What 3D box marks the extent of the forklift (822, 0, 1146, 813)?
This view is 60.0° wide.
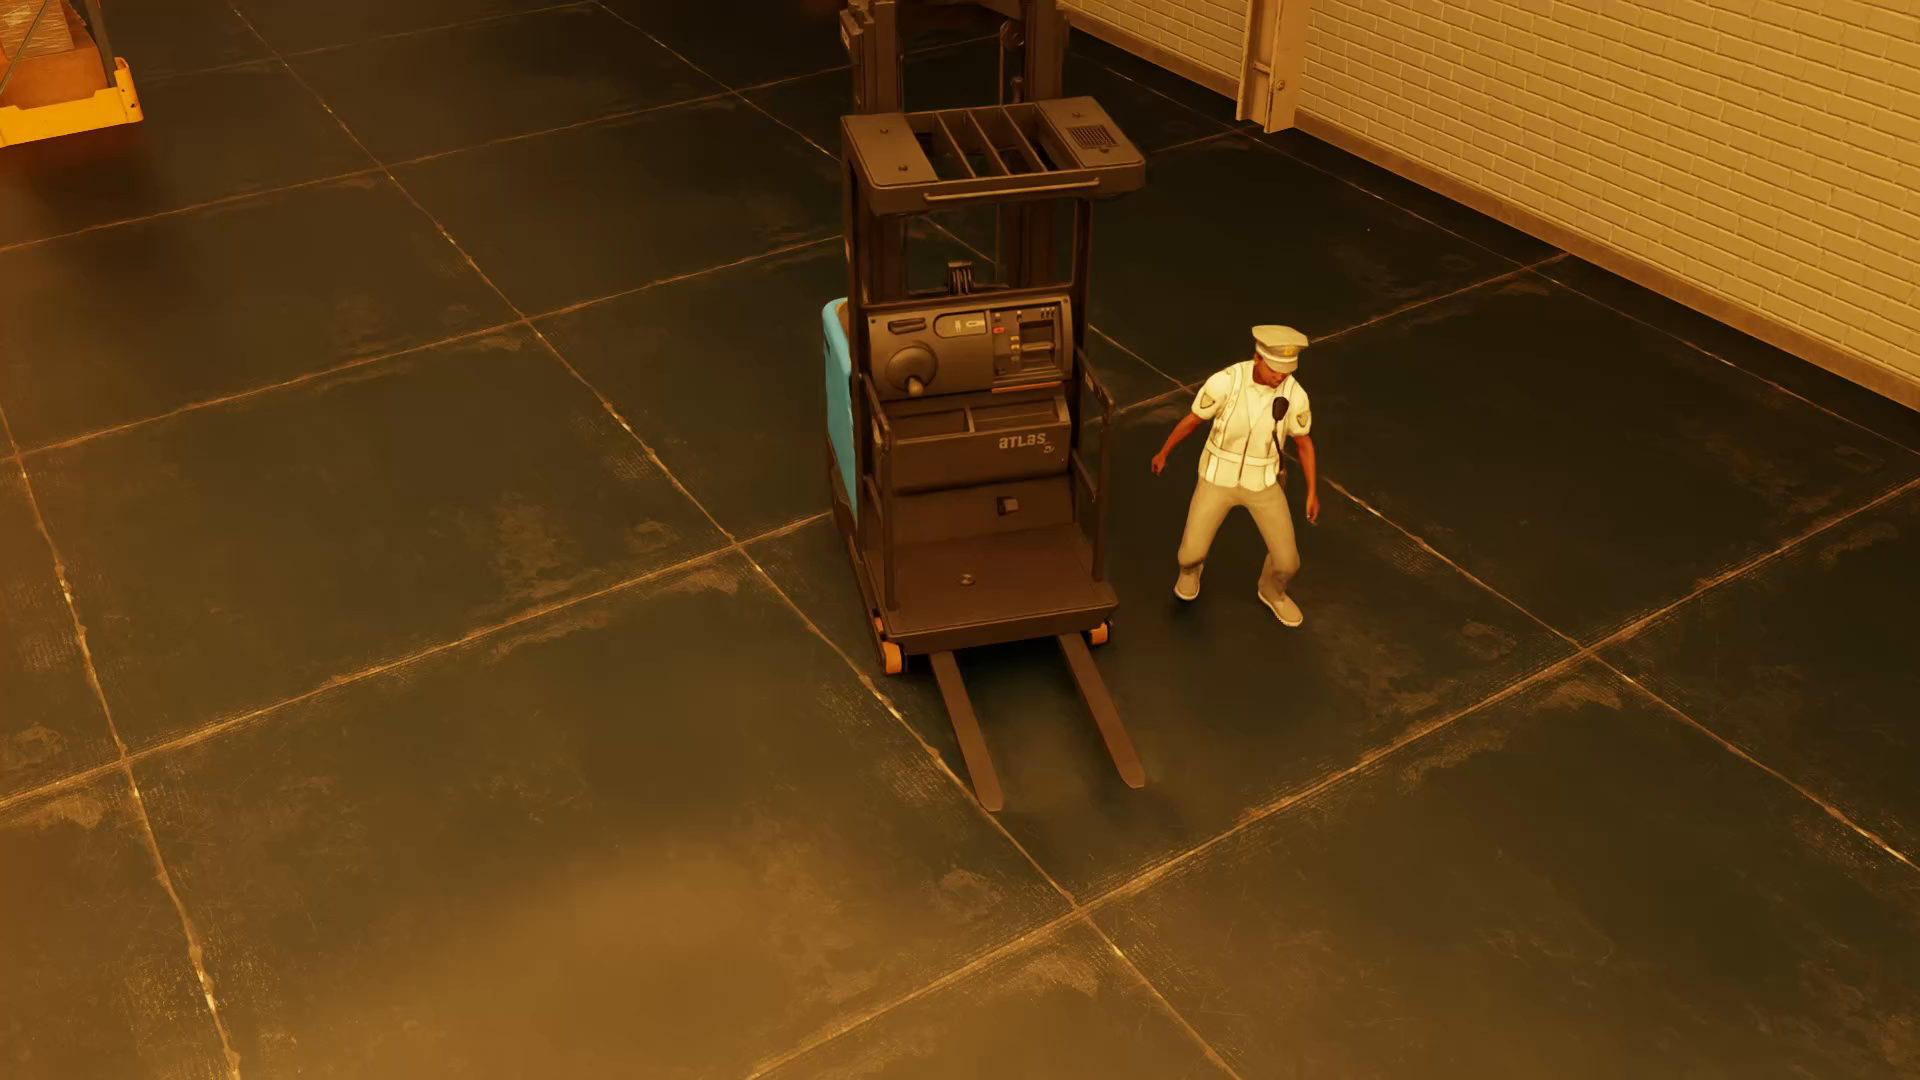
[{"bbox_3d":[0.102,-0.806,7.294,1.130,2.935,3.031,-8,36,-11],"label":"forklift"}]

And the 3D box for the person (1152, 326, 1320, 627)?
[{"bbox_3d":[1.293,-0.316,7.783,0.798,1.588,0.468,7,36,10],"label":"person"}]
